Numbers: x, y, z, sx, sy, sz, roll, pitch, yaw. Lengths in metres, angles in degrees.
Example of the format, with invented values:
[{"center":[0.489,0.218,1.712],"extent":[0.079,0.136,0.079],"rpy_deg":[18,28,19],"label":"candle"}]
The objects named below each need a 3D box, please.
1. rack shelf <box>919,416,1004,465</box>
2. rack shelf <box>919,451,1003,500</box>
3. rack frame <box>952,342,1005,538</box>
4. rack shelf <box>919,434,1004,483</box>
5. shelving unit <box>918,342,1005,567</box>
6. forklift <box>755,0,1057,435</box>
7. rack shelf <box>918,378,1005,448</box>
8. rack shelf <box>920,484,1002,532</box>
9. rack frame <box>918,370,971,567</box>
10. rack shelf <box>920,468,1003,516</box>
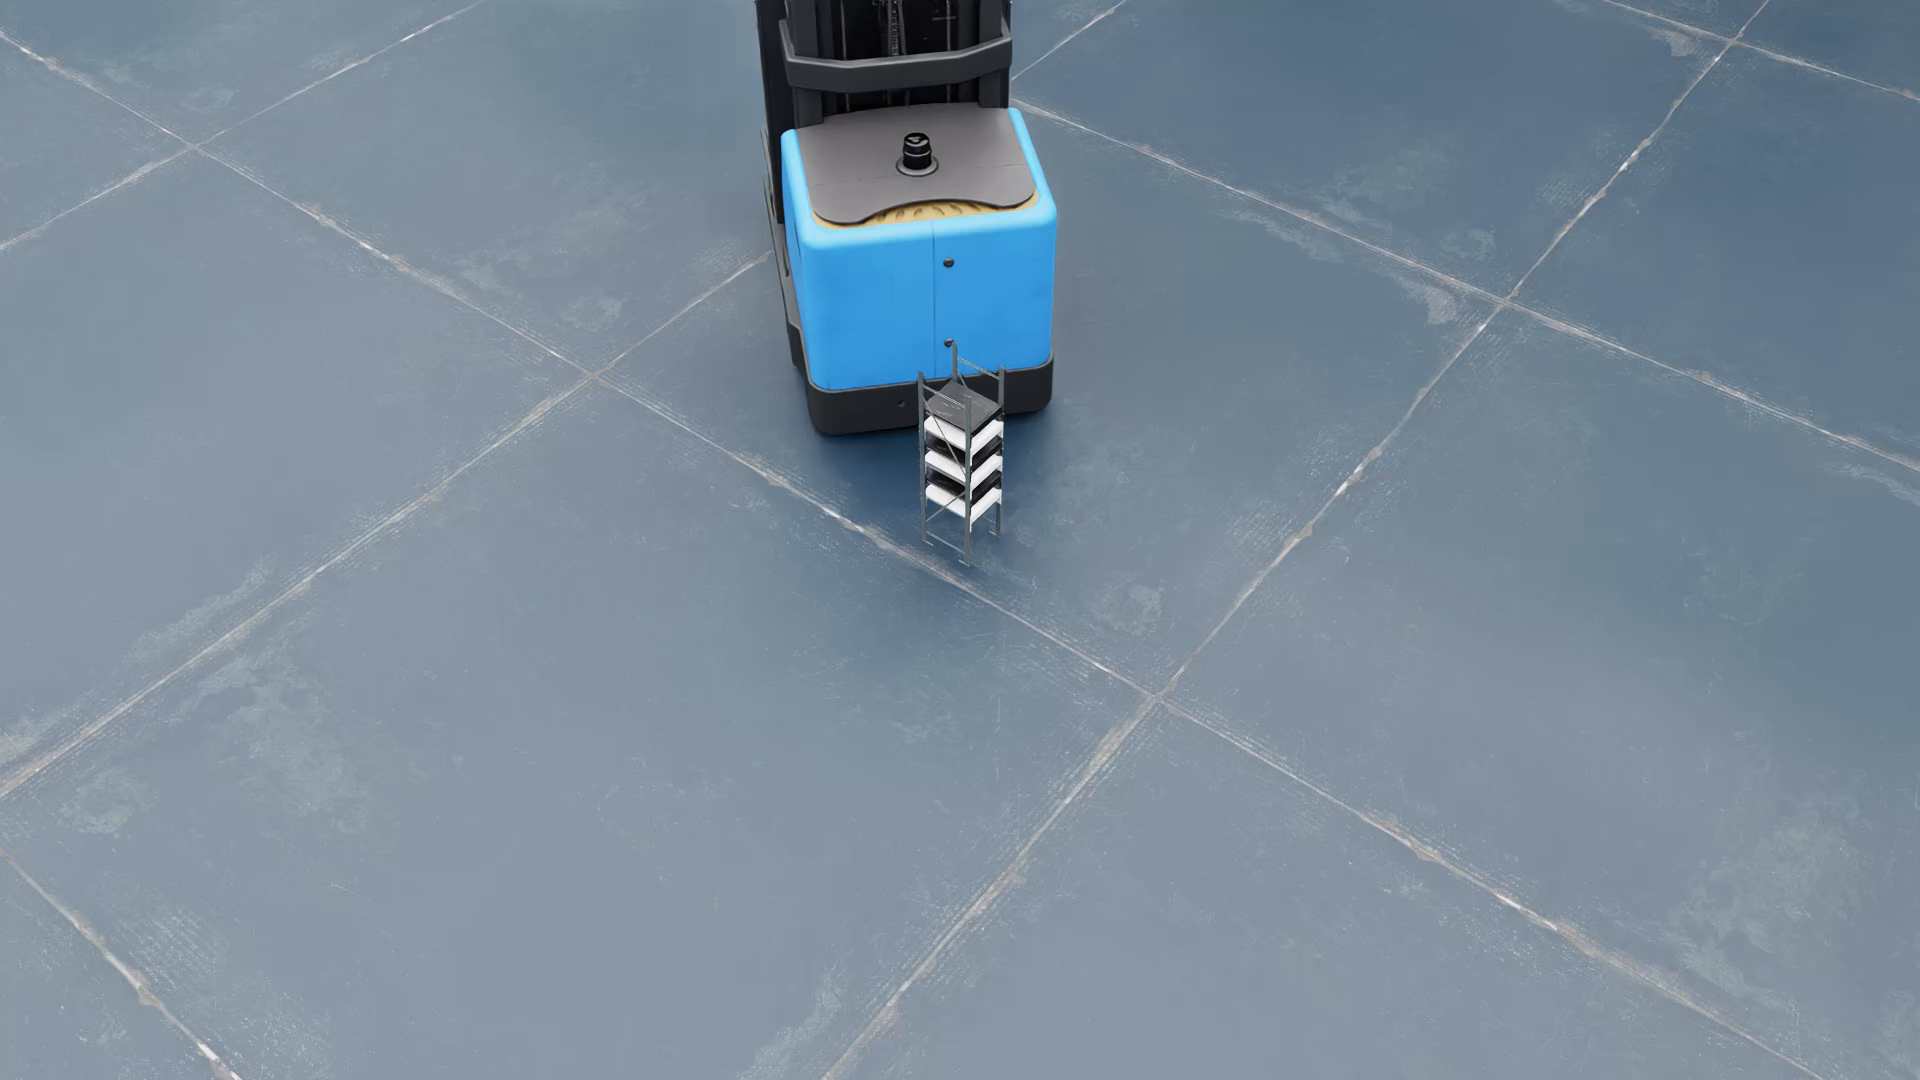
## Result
[{"center":[0.005,-0.417,6.323],"extent":[0.258,0.077,0.200],"rpy_deg":[29,53,25],"label":"rack shelf"},{"center":[0.005,-0.292,6.453],"extent":[0.258,0.077,0.200],"rpy_deg":[29,53,25],"label":"rack shelf"},{"center":[0.067,-0.374,6.485],"extent":[0.240,0.900,0.006],"rpy_deg":[29,53,25],"label":"rack frame"},{"center":[0.005,-0.355,6.388],"extent":[0.258,0.077,0.200],"rpy_deg":[29,53,25],"label":"rack shelf"},{"center":[0.005,-0.315,6.429],"extent":[0.258,0.900,0.210],"rpy_deg":[29,53,25],"label":"shelving unit"},{"center":[-0.368,-2.542,7.151],"extent":[1.130,2.935,3.031],"rpy_deg":[-7,47,-7],"label":"forklift"},{"center":[0.005,-0.479,6.258],"extent":[0.258,0.077,0.200],"rpy_deg":[29,53,25],"label":"rack shelf"},{"center":[0.005,-0.168,6.583],"extent":[0.258,0.077,0.200],"rpy_deg":[29,53,25],"label":"rack shelf"},{"center":[-0.057,-0.257,6.373],"extent":[0.240,0.900,0.006],"rpy_deg":[29,53,25],"label":"rack frame"},{"center":[0.005,-0.230,6.518],"extent":[0.258,0.077,0.200],"rpy_deg":[29,53,25],"label":"rack shelf"}]
